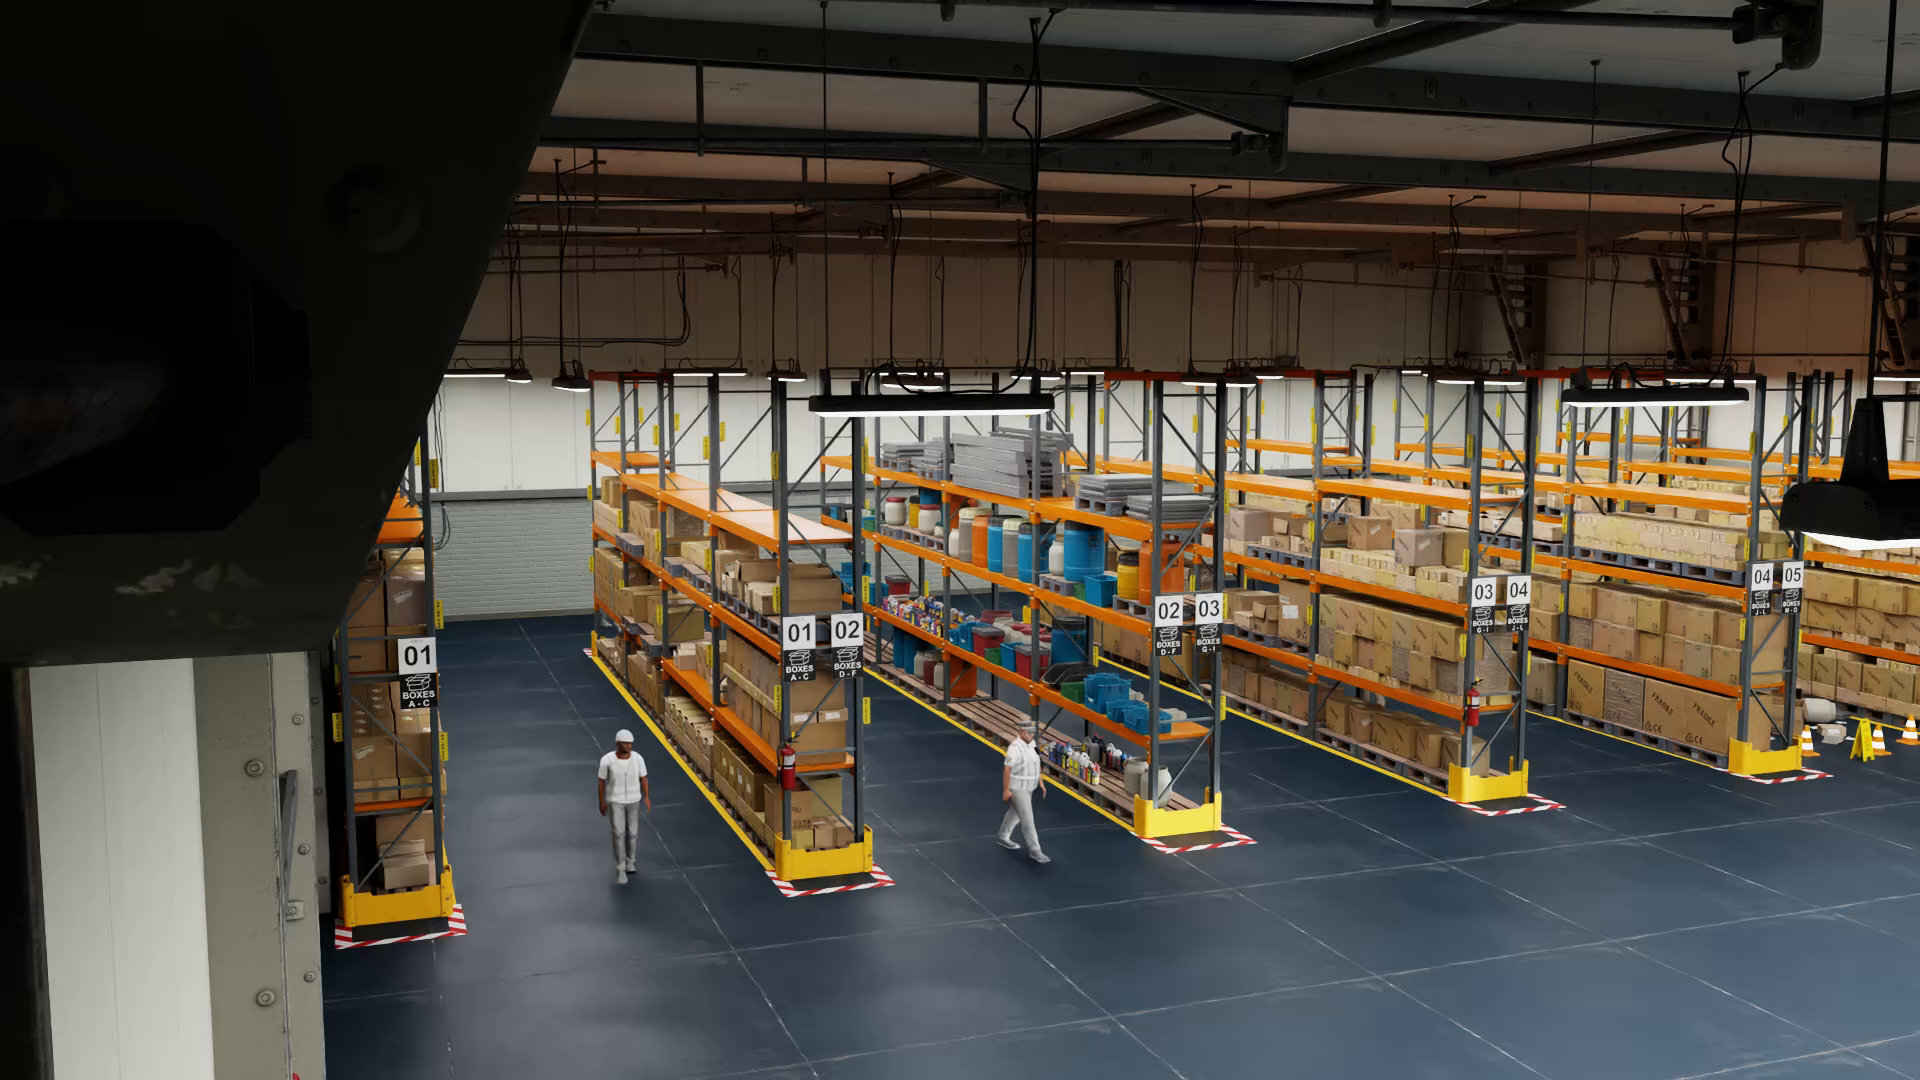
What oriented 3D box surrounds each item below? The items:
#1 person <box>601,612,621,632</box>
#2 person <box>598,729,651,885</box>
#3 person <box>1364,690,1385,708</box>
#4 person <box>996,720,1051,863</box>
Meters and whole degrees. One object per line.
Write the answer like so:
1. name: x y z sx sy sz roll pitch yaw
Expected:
1. person: -7.928 1.210 38.047 1.093 1.707 0.565 6 8 41
2. person: -4.043 3.222 20.184 0.595 1.789 0.685 -3 7 -26
3. person: 7.195 2.244 29.012 0.570 1.722 0.552 -2 7 -15
4. person: 0.834 3.117 21.001 0.945 1.708 0.571 4 7 31
